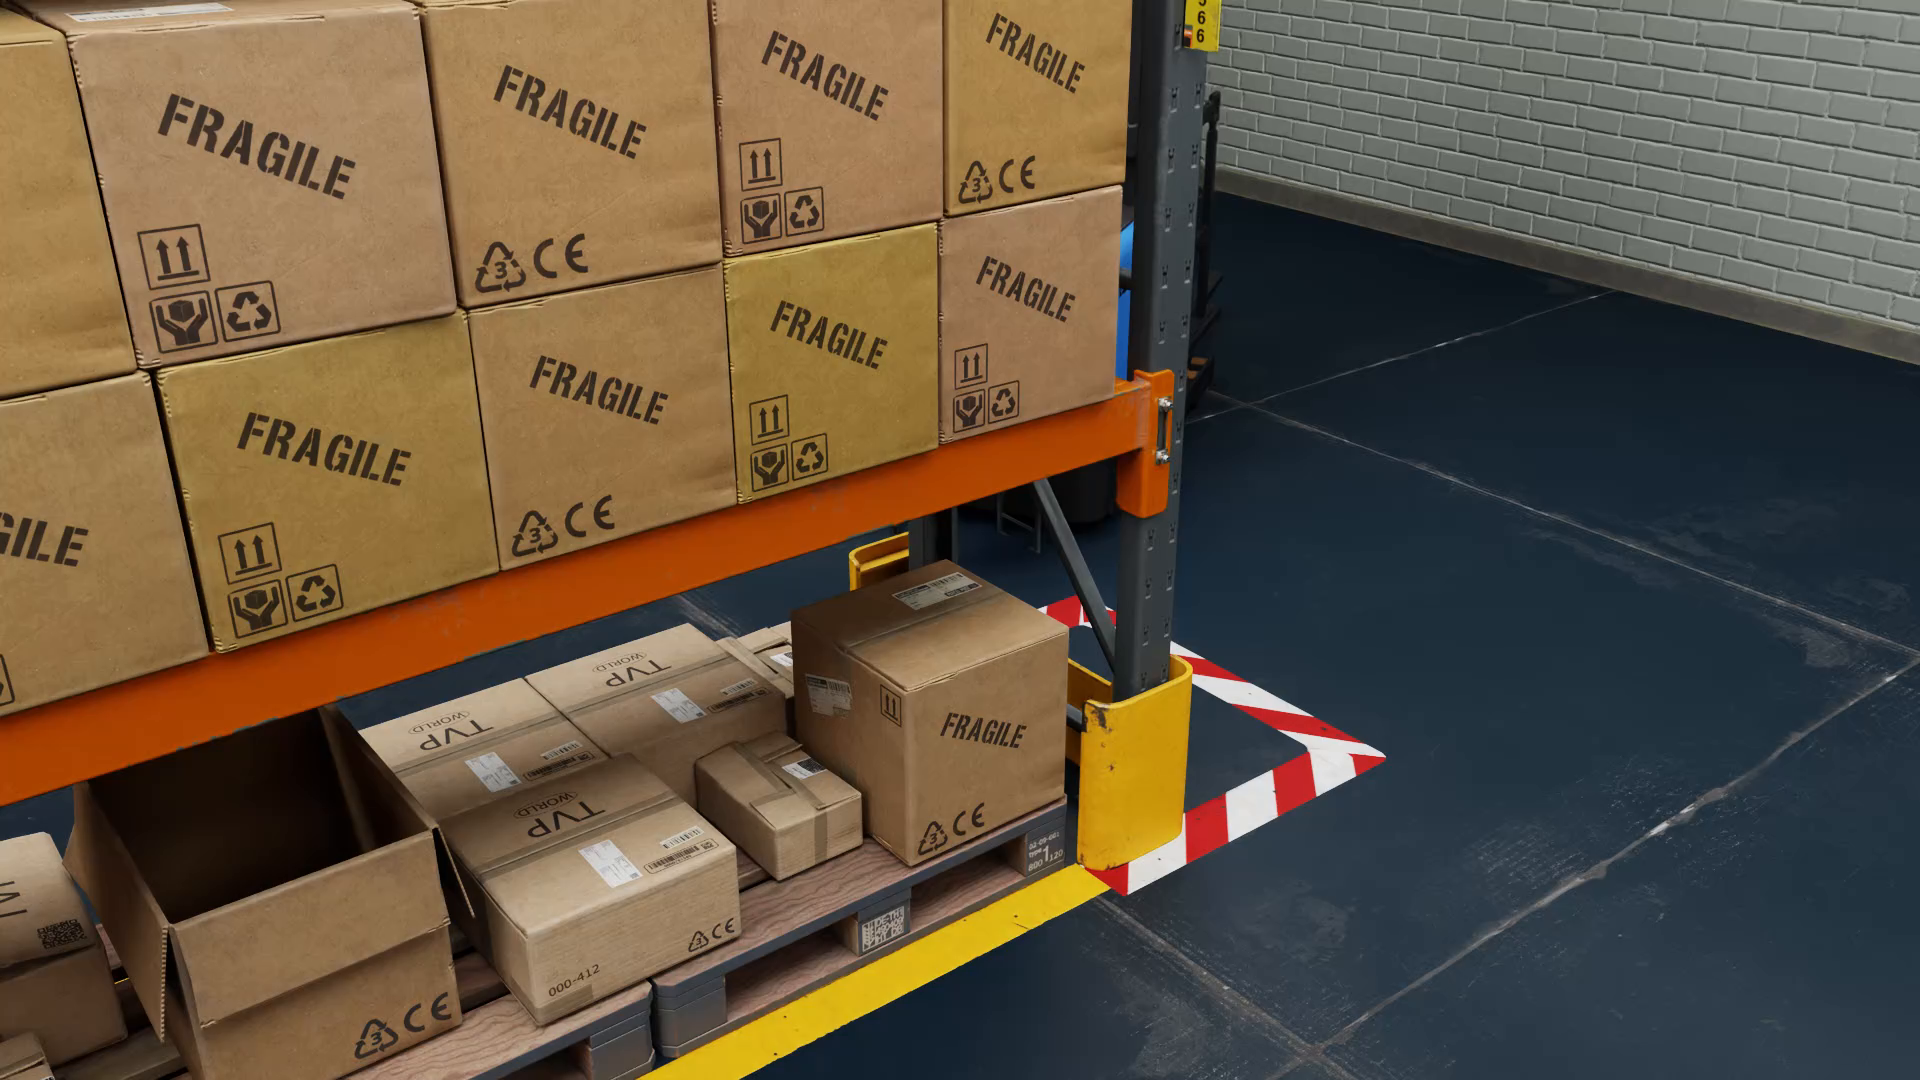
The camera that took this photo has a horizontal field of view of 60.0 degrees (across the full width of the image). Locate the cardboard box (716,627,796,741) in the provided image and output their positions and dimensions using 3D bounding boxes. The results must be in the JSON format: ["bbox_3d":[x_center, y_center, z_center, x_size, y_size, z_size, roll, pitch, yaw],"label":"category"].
[{"bbox_3d":[-0.540,0.409,4.649,0.250,0.166,0.380,-18,31,-34],"label":"cardboard box"}]

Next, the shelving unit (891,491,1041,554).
[{"bbox_3d":[0.024,-0.471,5.840,0.503,1.200,0.258,-18,30,-33],"label":"shelving unit"}]

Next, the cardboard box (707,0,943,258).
[{"bbox_3d":[-0.380,-0.898,3.314,0.500,0.500,0.500,-17,30,-33],"label":"cardboard box"}]

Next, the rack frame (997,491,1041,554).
[{"bbox_3d":[0.218,-0.533,5.973,0.015,1.200,0.240,-18,30,-33],"label":"rack frame"}]

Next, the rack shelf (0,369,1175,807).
[{"bbox_3d":[-1.376,0.109,3.307,4.000,0.370,1.077,-18,31,-34],"label":"rack shelf"}]

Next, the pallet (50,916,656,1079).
[{"bbox_3d":[-1.448,1.070,3.693,1.213,0.211,1.003,-18,31,-34],"label":"pallet"}]

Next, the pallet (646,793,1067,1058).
[{"bbox_3d":[-0.489,0.755,4.372,1.213,0.211,1.003,-18,31,-34],"label":"pallet"}]

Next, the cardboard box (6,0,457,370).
[{"bbox_3d":[-1.189,-0.628,2.733,0.500,0.500,0.500,-17,30,-32],"label":"cardboard box"}]

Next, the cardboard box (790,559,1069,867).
[{"bbox_3d":[-0.078,0.420,4.228,0.500,0.500,0.500,-18,31,-34],"label":"cardboard box"}]

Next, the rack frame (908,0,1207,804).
[{"bbox_3d":[0.198,-0.737,4.275,0.127,3.000,1.000,-18,31,-34],"label":"rack frame"}]

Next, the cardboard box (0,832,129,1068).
[{"bbox_3d":[-2.086,0.885,3.450,0.500,0.311,0.500,-18,31,-34],"label":"cardboard box"}]

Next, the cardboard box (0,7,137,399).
[{"bbox_3d":[-1.595,-0.493,2.444,0.500,0.500,0.500,-19,31,-35],"label":"cardboard box"}]

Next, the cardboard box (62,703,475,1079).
[{"bbox_3d":[-1.475,0.745,3.524,0.637,0.503,0.797,-18,31,-34],"label":"cardboard box"}]

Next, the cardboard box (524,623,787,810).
[{"bbox_3d":[-0.799,0.488,4.379,0.500,0.250,0.500,-18,31,-34],"label":"cardboard box"}]

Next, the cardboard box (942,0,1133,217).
[{"bbox_3d":[0.017,-1.029,3.598,0.500,0.500,0.500,-19,31,-34],"label":"cardboard box"}]

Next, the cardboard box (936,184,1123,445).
[{"bbox_3d":[0.013,-0.576,3.809,0.500,0.500,0.500,-17,30,-32],"label":"cardboard box"}]

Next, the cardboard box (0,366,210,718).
[{"bbox_3d":[-1.585,-0.049,2.673,0.500,0.500,0.500,-18,31,-34],"label":"cardboard box"}]

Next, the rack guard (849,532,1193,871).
[{"bbox_3d":[0.138,0.417,4.758,0.348,0.500,1.175,-18,31,-34],"label":"rack guard"}]

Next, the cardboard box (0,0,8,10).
[{"bbox_3d":[-1.517,-0.809,3.123,0.500,0.500,0.500,-19,31,-34],"label":"cardboard box"}]

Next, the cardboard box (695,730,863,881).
[{"bbox_3d":[-0.452,0.647,4.136,0.250,0.166,0.380,-18,31,-34],"label":"cardboard box"}]

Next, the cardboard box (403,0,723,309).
[{"bbox_3d":[-0.785,-0.761,3.021,0.500,0.500,0.500,-17,30,-33],"label":"cardboard box"}]

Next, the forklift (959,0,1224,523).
[{"bbox_3d":[0.544,-1.988,7.051,1.130,2.935,3.031,9,26,18],"label":"forklift"}]

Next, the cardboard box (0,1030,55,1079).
[{"bbox_3d":[-1.811,1.122,3.111,0.250,0.166,0.380,-18,31,-34],"label":"cardboard box"}]

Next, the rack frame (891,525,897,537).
[{"bbox_3d":[-0.171,-0.409,5.706,0.015,1.200,0.240,-18,30,-33],"label":"rack frame"}]

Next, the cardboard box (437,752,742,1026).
[{"bbox_3d":[-0.844,0.770,3.770,0.500,0.250,0.500,-18,31,-34],"label":"cardboard box"}]

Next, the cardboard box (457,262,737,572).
[{"bbox_3d":[-0.789,-0.312,3.240,0.500,0.500,0.500,-18,30,-34],"label":"cardboard box"}]

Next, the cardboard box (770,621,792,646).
[{"bbox_3d":[-0.344,0.352,4.793,0.250,0.149,0.380,-18,31,-34],"label":"cardboard box"}]

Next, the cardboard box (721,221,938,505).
[{"bbox_3d":[-0.393,-0.440,3.516,0.500,0.500,0.500,-18,30,-34],"label":"cardboard box"}]

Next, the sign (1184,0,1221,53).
[{"bbox_3d":[0.525,-1.216,3.557,0.005,0.325,0.100,-18,31,-34],"label":"sign"}]

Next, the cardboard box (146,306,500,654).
[{"bbox_3d":[-1.185,-0.181,2.958,0.500,0.500,0.500,-19,31,-35],"label":"cardboard box"}]

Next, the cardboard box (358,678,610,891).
[{"bbox_3d":[-1.192,0.618,4.099,0.500,0.250,0.500,-18,31,-34],"label":"cardboard box"}]
